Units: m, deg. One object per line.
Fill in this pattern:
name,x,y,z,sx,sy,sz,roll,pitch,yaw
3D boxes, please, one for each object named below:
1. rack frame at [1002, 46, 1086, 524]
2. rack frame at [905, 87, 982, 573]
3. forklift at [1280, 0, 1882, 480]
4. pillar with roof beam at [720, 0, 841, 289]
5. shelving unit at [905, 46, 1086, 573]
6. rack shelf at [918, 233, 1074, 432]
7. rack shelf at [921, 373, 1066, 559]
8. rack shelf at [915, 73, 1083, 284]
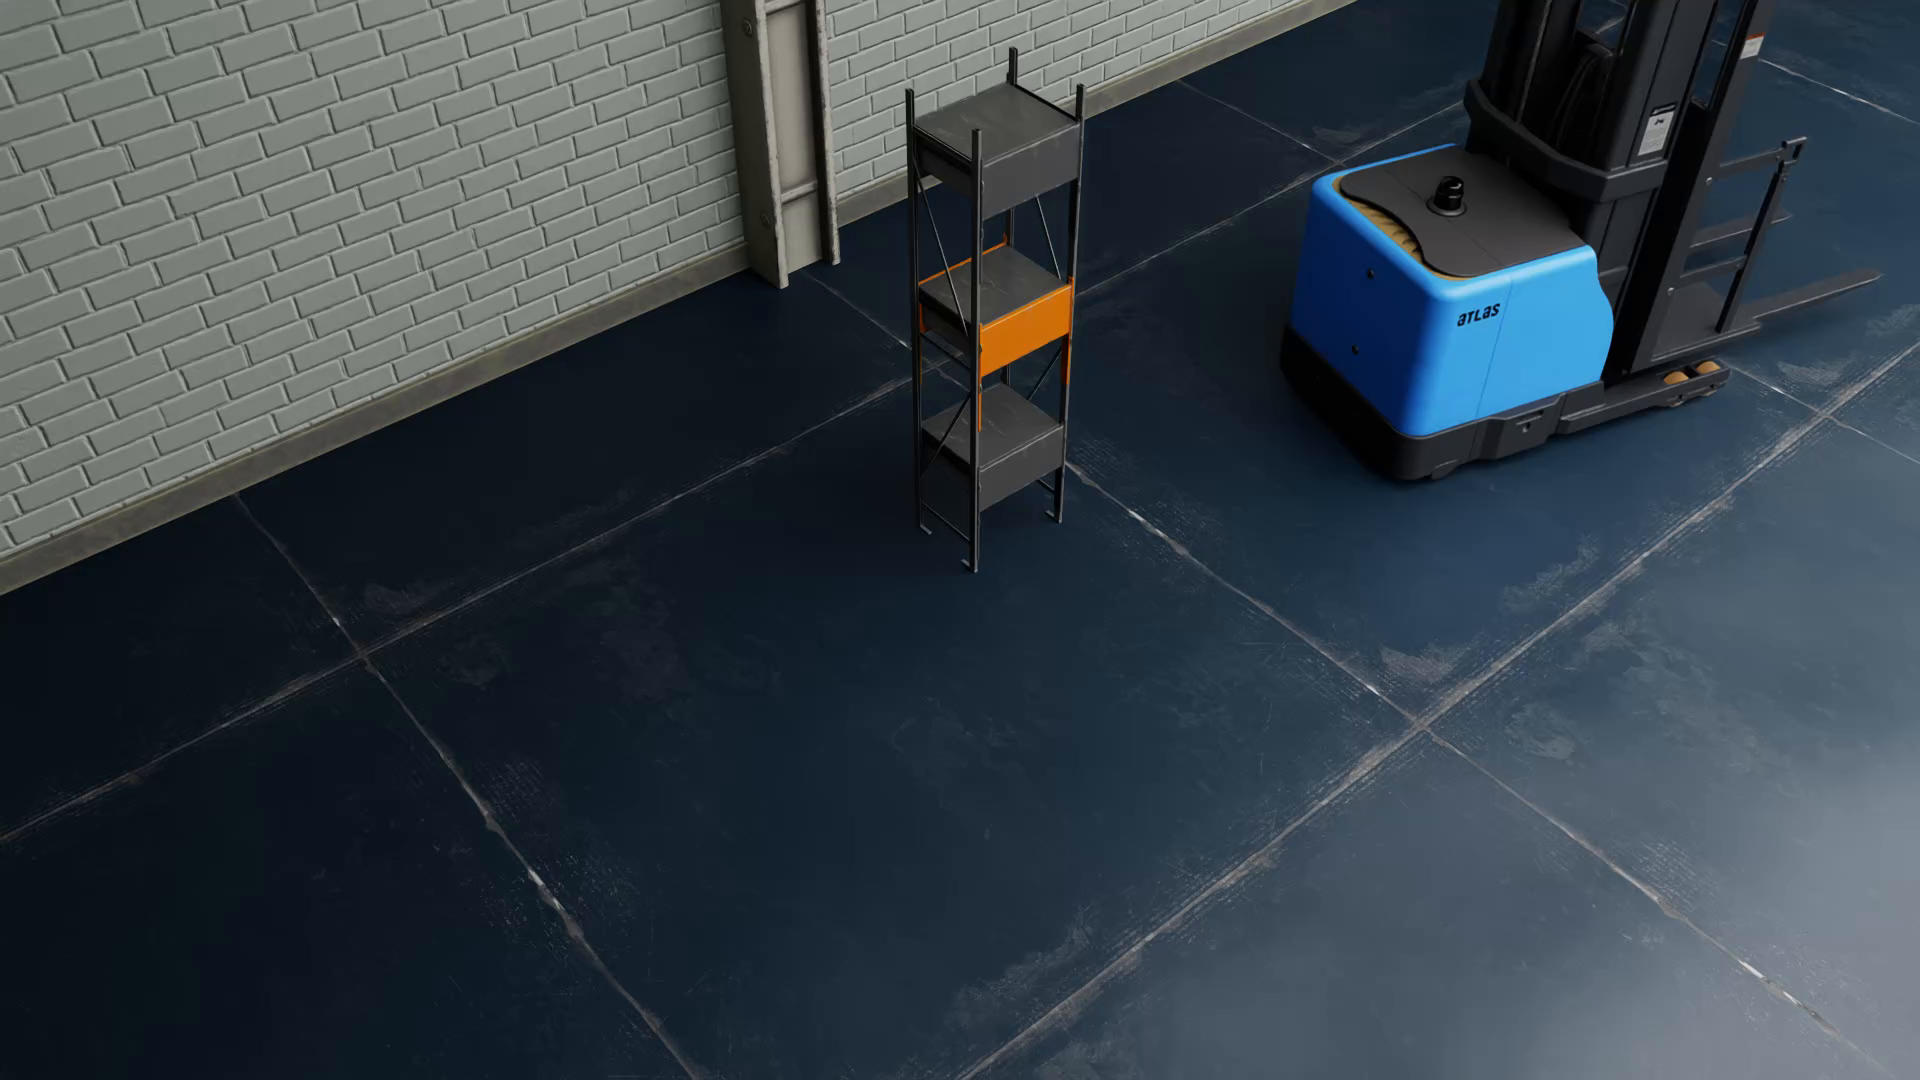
rack frame,0.314,-0.945,6.723,0.015,2.100,0.400,-30,51,-28
rack frame,-0.060,-0.731,6.494,0.015,2.100,0.400,-30,51,-28
forklift,3.112,-2.016,7.255,3.031,2.935,1.130,-17,46,-18
pillar with roof beam,1.881,-2.490,3.328,0.400,9.000,9.100,-30,51,-28
shelving unit,0.127,-0.838,6.609,0.503,2.100,0.431,-30,51,-28
rack shelf,0.127,-0.828,6.618,0.480,0.518,0.431,-30,51,-28
rack shelf,0.127,-0.318,7.097,0.480,0.518,0.431,-30,51,-28
rack shelf,0.127,-1.338,6.139,0.480,0.518,0.431,-30,51,-28
